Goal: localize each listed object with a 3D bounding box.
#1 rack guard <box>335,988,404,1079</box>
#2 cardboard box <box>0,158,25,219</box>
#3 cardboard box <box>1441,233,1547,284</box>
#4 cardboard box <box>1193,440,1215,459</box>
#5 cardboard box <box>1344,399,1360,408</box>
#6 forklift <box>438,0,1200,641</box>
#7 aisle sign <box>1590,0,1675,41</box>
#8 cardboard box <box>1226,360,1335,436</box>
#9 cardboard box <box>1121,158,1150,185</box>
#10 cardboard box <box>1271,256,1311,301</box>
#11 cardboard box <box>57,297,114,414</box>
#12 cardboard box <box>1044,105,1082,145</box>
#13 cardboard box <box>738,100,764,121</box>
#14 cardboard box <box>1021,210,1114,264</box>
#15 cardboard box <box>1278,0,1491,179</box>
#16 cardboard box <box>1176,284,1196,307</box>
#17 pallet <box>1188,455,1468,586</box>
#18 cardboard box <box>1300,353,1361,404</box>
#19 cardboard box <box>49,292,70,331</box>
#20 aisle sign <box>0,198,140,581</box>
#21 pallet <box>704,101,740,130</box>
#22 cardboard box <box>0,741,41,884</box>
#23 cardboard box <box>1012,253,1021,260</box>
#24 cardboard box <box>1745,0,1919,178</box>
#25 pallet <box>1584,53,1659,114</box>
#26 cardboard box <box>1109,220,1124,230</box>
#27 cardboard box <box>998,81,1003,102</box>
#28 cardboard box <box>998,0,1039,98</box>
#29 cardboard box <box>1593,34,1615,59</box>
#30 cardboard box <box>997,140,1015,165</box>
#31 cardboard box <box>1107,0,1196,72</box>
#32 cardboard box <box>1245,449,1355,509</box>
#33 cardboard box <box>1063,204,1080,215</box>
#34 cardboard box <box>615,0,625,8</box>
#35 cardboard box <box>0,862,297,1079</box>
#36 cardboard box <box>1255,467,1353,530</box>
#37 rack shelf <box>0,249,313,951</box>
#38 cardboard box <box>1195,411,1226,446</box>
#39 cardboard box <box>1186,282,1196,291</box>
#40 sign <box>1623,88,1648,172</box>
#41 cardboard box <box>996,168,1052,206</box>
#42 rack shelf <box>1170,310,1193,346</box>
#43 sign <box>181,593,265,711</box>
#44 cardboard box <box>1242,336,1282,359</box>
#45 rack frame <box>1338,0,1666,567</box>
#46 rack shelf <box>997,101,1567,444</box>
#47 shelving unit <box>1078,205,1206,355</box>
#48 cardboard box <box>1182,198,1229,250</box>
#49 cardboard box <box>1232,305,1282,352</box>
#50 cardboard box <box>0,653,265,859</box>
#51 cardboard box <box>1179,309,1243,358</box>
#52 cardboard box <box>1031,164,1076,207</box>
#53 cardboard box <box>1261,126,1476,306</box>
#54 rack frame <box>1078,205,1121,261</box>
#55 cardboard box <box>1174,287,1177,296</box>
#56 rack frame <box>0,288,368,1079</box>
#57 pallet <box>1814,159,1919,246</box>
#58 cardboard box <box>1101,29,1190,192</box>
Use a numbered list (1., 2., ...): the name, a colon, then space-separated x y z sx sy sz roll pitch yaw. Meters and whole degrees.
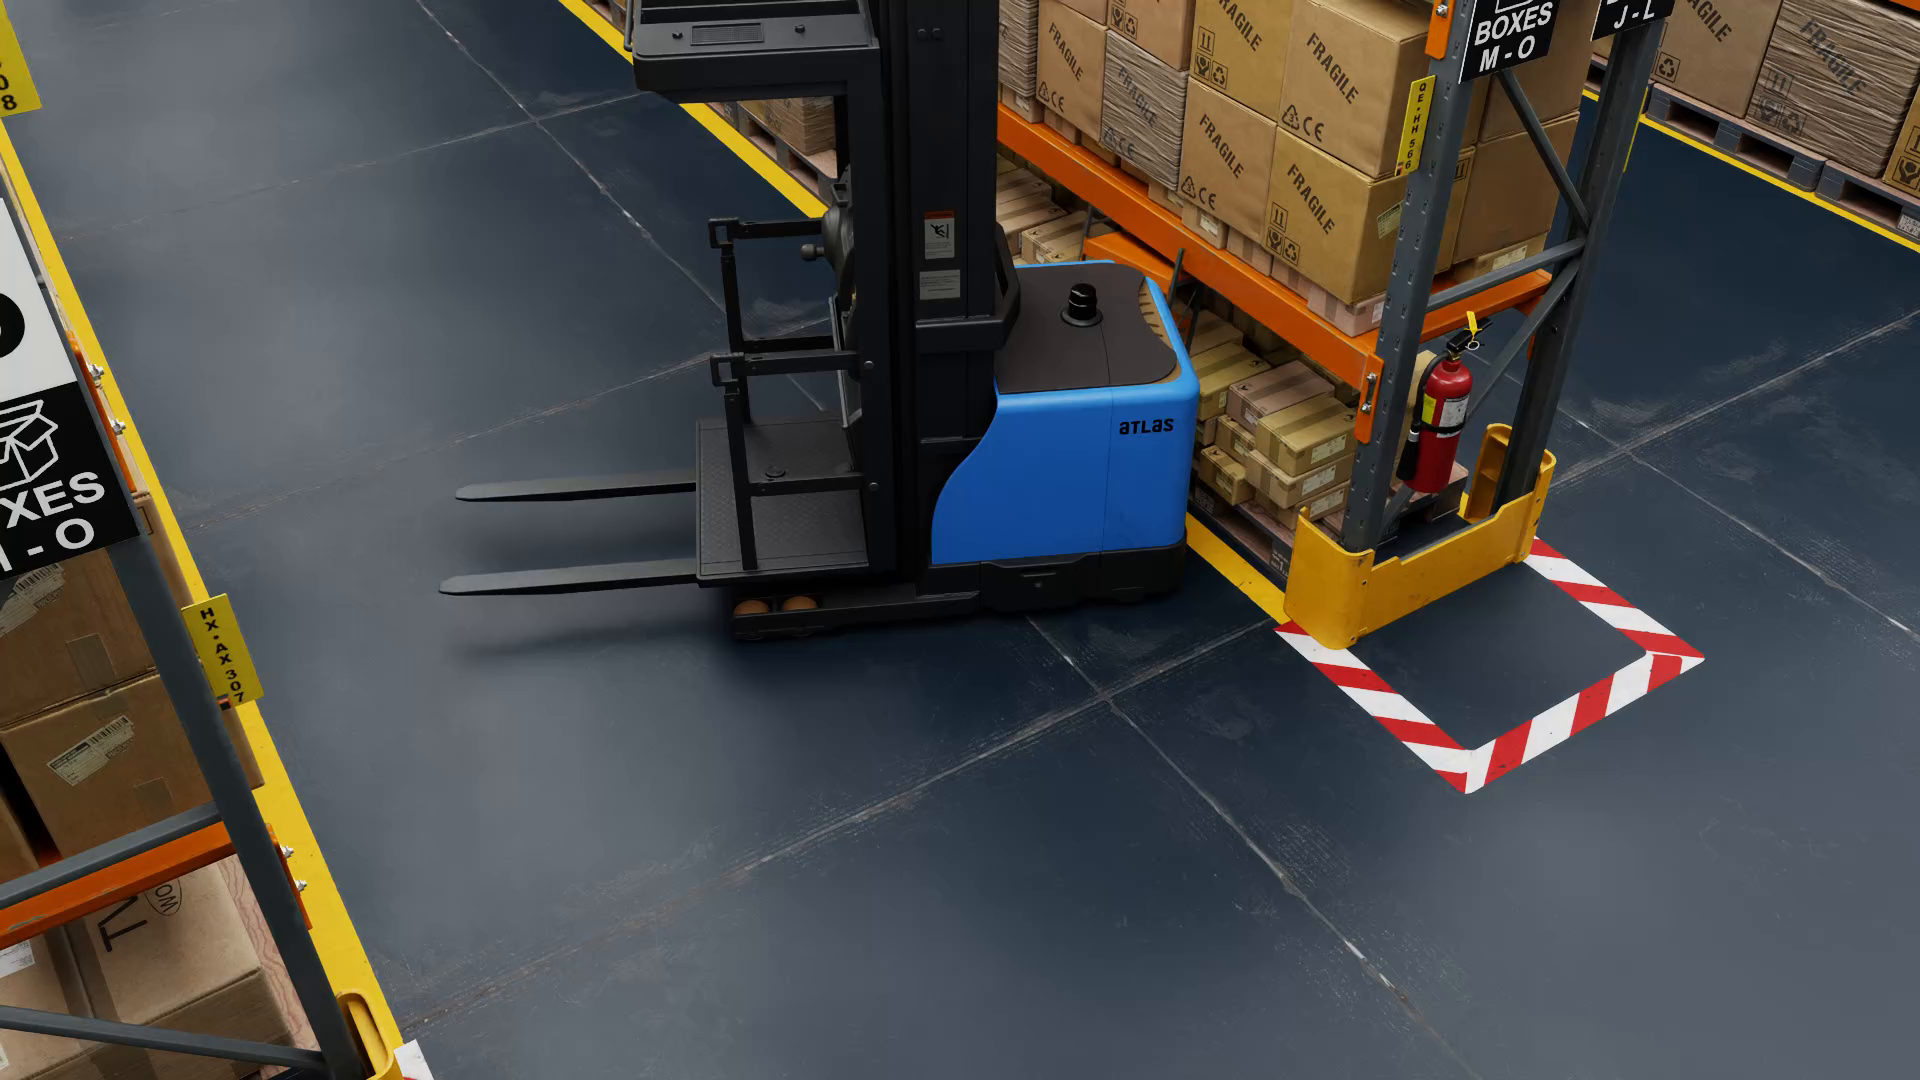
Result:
1. rack guard: -2.163 1.788 4.714 1.175 0.500 0.348 -22 45 -24
2. cardboard box: -3.030 -0.786 4.991 0.500 0.500 0.500 -22 45 -24
3. cardboard box: 2.045 -1.135 6.466 0.380 0.149 0.250 -23 45 -25
4. cardboard box: 1.191 -0.499 7.404 0.380 0.149 0.250 -22 45 -25
5. cardboard box: 1.778 -0.663 7.369 0.380 0.149 0.250 -22 45 -25
6. forklift: -0.625 -1.077 6.253 3.031 2.935 1.130 -5 40 -5
7. aisle sign: 2.235 -2.007 5.284 0.394 0.787 0.004 -22 45 -24
8. cardboard box: 1.358 -0.593 7.052 0.380 0.149 0.250 -21 44 -24
9. cardboard box: 0.911 -1.652 7.085 0.380 0.149 0.250 -24 45 -26
10. cardboard box: 1.427 -1.073 6.391 0.380 0.149 0.250 -22 45 -24
11. cardboard box: -2.478 -0.242 4.338 0.500 0.500 0.500 -23 45 -26
12. cardboard box: 0.601 -1.918 7.405 0.380 0.149 0.250 -21 44 -23
13. cardboard box: -1.094 -2.894 10.004 0.500 0.500 0.500 -23 45 -25
14. cardboard box: 0.522 -1.435 8.063 0.380 0.149 0.250 -24 45 -26
15. cardboard box: 1.487 -1.642 5.786 0.500 0.500 0.500 -23 45 -25
16. cardboard box: 1.122 -1.183 7.993 0.380 0.149 0.250 -20 44 -22
17. pallet: 1.495 -0.365 7.523 1.003 0.211 1.213 -22 45 -24
18. cardboard box: 1.698 -0.746 7.236 0.380 0.149 0.250 -21 44 -24
19. cardboard box: -2.378 -0.441 4.070 0.380 0.149 0.250 -21 44 -23
20. aisle sign: -1.893 -0.245 3.171 0.394 0.787 0.004 -22 45 -24
21. pallet: -1.288 -3.111 10.818 1.003 0.211 1.213 -22 45 -24
22. cardboard box: -2.659 0.607 4.101 0.500 0.500 0.500 -22 45 -24
23. cardboard box: 0.361 -1.450 8.313 0.380 0.149 0.250 -20 44 -22
24. cardboard box: 5.278 -2.751 9.540 0.875 0.875 0.875 -22 45 -24
25. pallet: 4.371 -3.247 10.982 1.003 0.211 1.213 -22 45 -24
26. cardboard box: 0.966 -1.617 8.281 0.380 0.149 0.250 -24 45 -26
27. cardboard box: 0.279 -2.194 7.736 0.380 0.149 0.250 -21 44 -24
28. cardboard box: 0.358 -2.353 7.420 0.500 0.500 0.500 -23 45 -25
29. cardboard box: 4.316 -3.717 10.699 0.875 0.875 0.875 -22 45 -24
30. cardboard box: 0.374 -2.171 8.947 0.380 0.149 0.250 -22 44 -24
31. cardboard box: 0.927 -2.193 6.447 0.500 0.500 0.500 -20 44 -22
32. cardboard box: 1.418 -0.311 6.947 0.380 0.149 0.250 -23 45 -25
33. cardboard box: 0.750 -1.643 8.545 0.380 0.149 0.250 -21 44 -23
34. cardboard box: -2.193 -3.994 11.324 0.500 0.500 0.500 -24 45 -26
35. cardboard box: -2.616 1.315 5.002 0.875 0.438 0.875 -24 45 -26
36. cardboard box: 1.484 -0.223 7.073 0.380 0.149 0.250 -21 44 -24
37. rack shelf: -3.252 0.011 5.455 1.077 0.370 4.000 -22 45 -24
38. cardboard box: 1.138 -0.591 7.283 0.380 0.149 0.250 -24 45 -26
39. cardboard box: 1.223 -1.342 7.952 0.380 0.149 0.250 -22 44 -24
40. sign: 2.400 -1.464 5.987 0.100 0.325 0.005 -22 45 -24
41. cardboard box: 0.238 -1.719 8.404 0.380 0.149 0.250 -23 45 -25
42. rack shelf: 0.737 -0.951 7.163 0.480 0.148 0.258 33 39 32
43. sign: -1.705 0.263 3.853 0.100 0.325 0.005 -22 45 -24
44. cardboard box: 1.525 -0.940 7.702 0.380 0.149 0.250 -21 44 -23
45. rack frame: 1.943 -0.944 6.040 1.000 3.000 0.127 -22 45 -24
46. rack shelf: 0.867 -1.747 7.566 1.077 0.370 4.000 -22 45 -24
47. shelving unit: 0.715 -0.820 7.246 0.503 1.200 0.258 33 39 32
48. cardboard box: 1.123 -1.333 6.703 0.380 0.149 0.250 -21 44 -23
49. cardboard box: 1.467 -1.031 7.579 0.380 0.149 0.250 -24 46 -26
50. cardboard box: -2.192 0.418 4.327 0.500 0.500 0.500 -23 45 -25
51. cardboard box: 1.026 -0.850 7.362 0.380 0.149 0.250 -24 45 -26
52. cardboard box: 0.587 -1.872 8.588 0.380 0.149 0.250 -21 44 -23
53. cardboard box: 1.484 -1.251 6.097 0.500 0.500 0.500 -21 44 -24
54. rack frame: 0.542 -0.932 7.377 0.015 1.200 0.240 33 39 32
55. cardboard box: 0.786 -1.157 7.729 0.380 0.149 0.250 -24 45 -26
56. rack frame: -2.176 0.814 3.930 1.000 3.000 0.127 -22 45 -24
57. pallet: 5.683 -1.930 9.402 1.003 0.211 1.213 -22 45 -24
58. cardboard box: 0.931 -1.801 6.758 0.500 0.500 0.500 -22 45 -24
